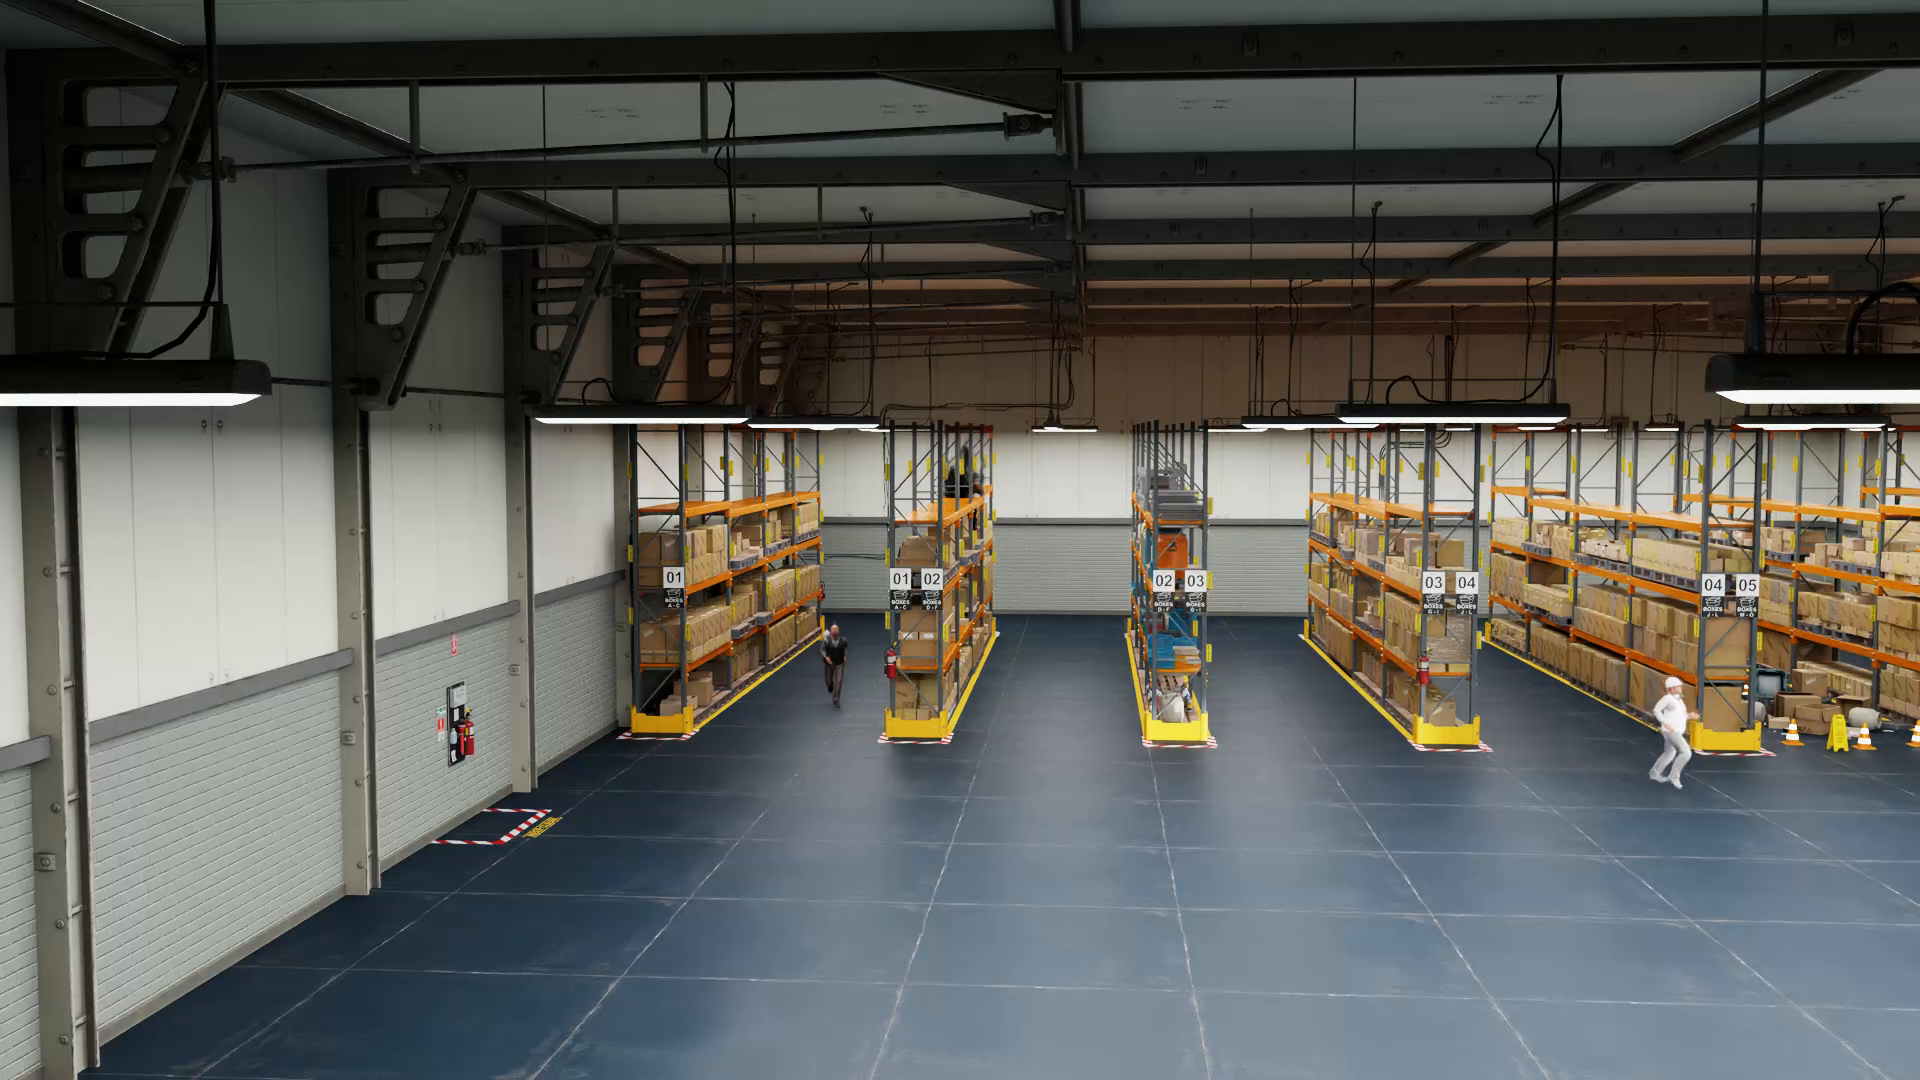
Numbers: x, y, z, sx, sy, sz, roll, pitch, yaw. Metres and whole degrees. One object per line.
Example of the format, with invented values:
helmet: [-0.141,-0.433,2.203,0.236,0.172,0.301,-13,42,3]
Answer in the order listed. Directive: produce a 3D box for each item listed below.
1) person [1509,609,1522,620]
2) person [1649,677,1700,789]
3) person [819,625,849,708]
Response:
person: [15.892,1.866,47.497,0.724,1.689,0.595,-3,5,-40]
person: [11.612,3.136,27.051,0.751,1.813,0.635,2,4,34]
person: [-2.673,2.694,35.355,0.639,1.648,1.034,0,4,-4]
